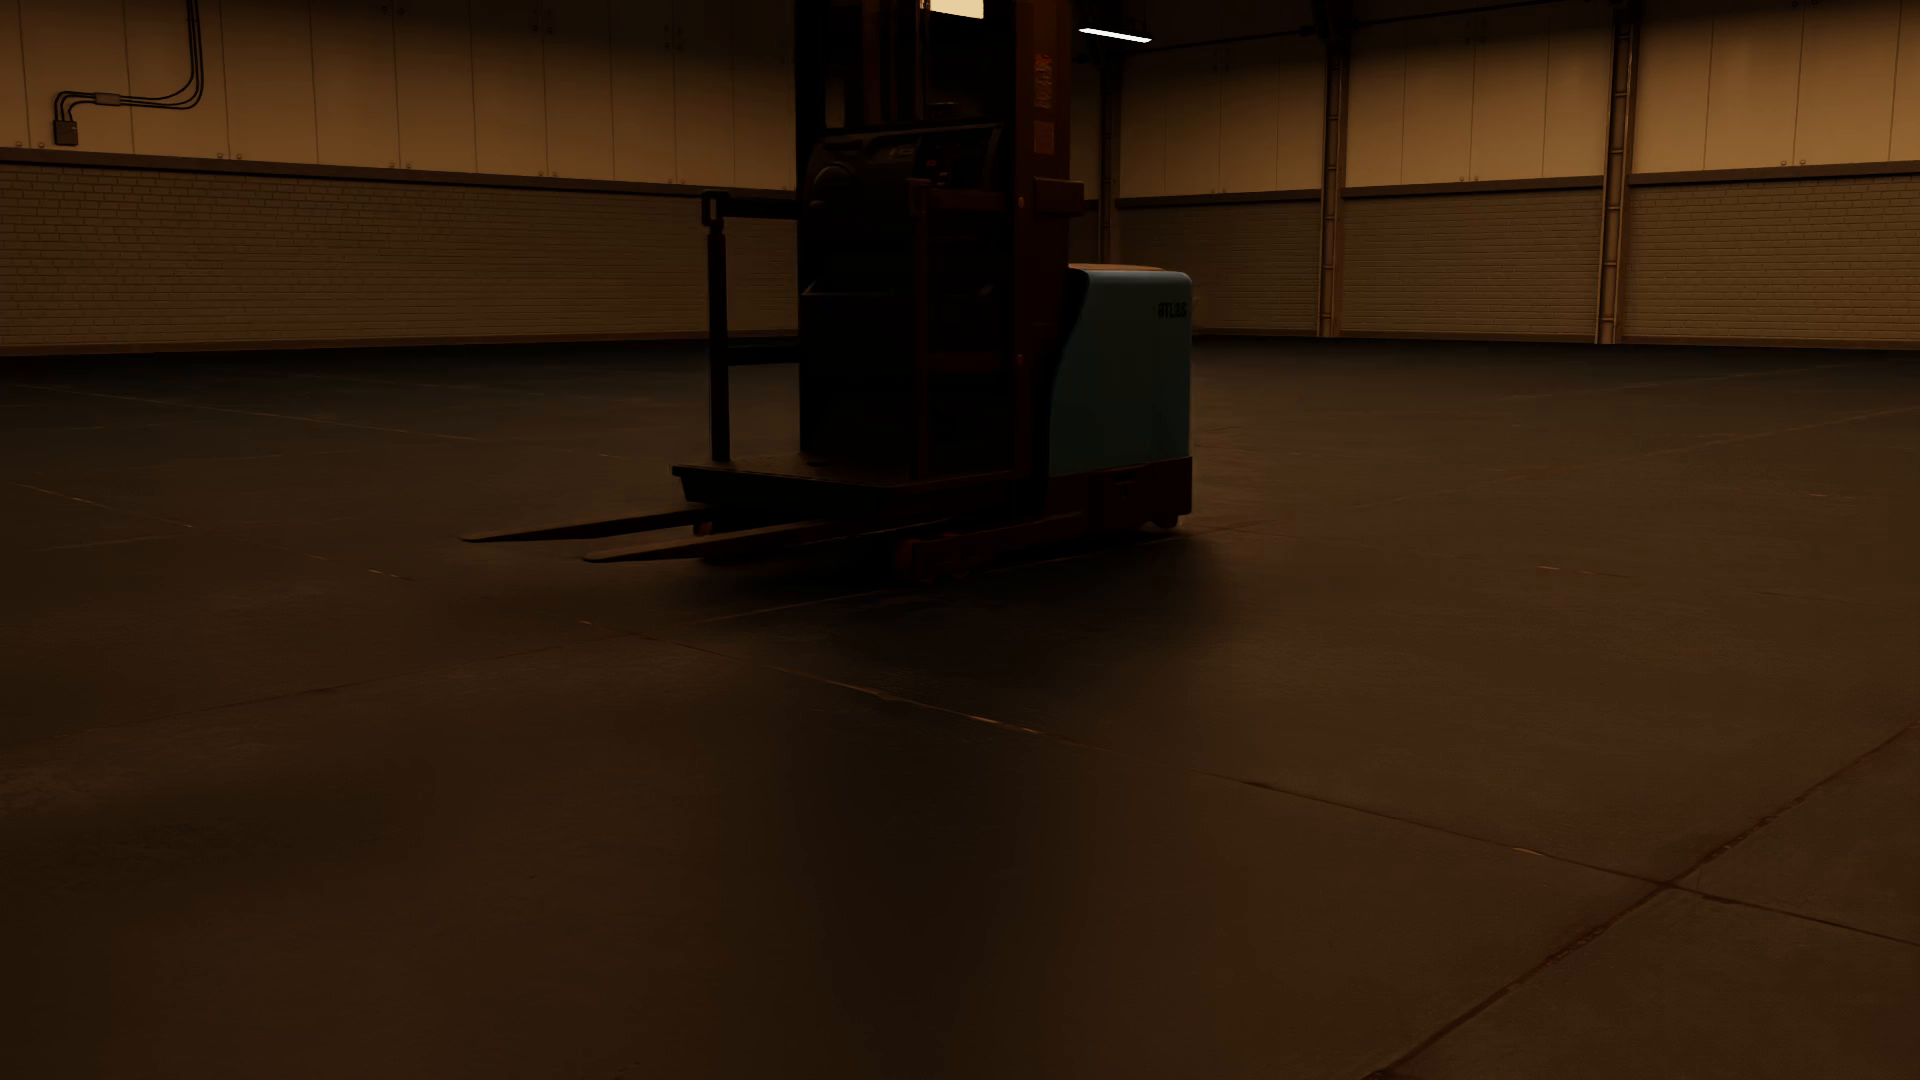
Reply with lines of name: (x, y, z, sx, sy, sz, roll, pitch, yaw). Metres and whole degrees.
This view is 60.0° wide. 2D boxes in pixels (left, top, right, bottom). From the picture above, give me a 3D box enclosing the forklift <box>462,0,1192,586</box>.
forklift: (-0.352, -1.374, 5.999, 1.130, 2.935, 3.031, 7, 11, 39)
